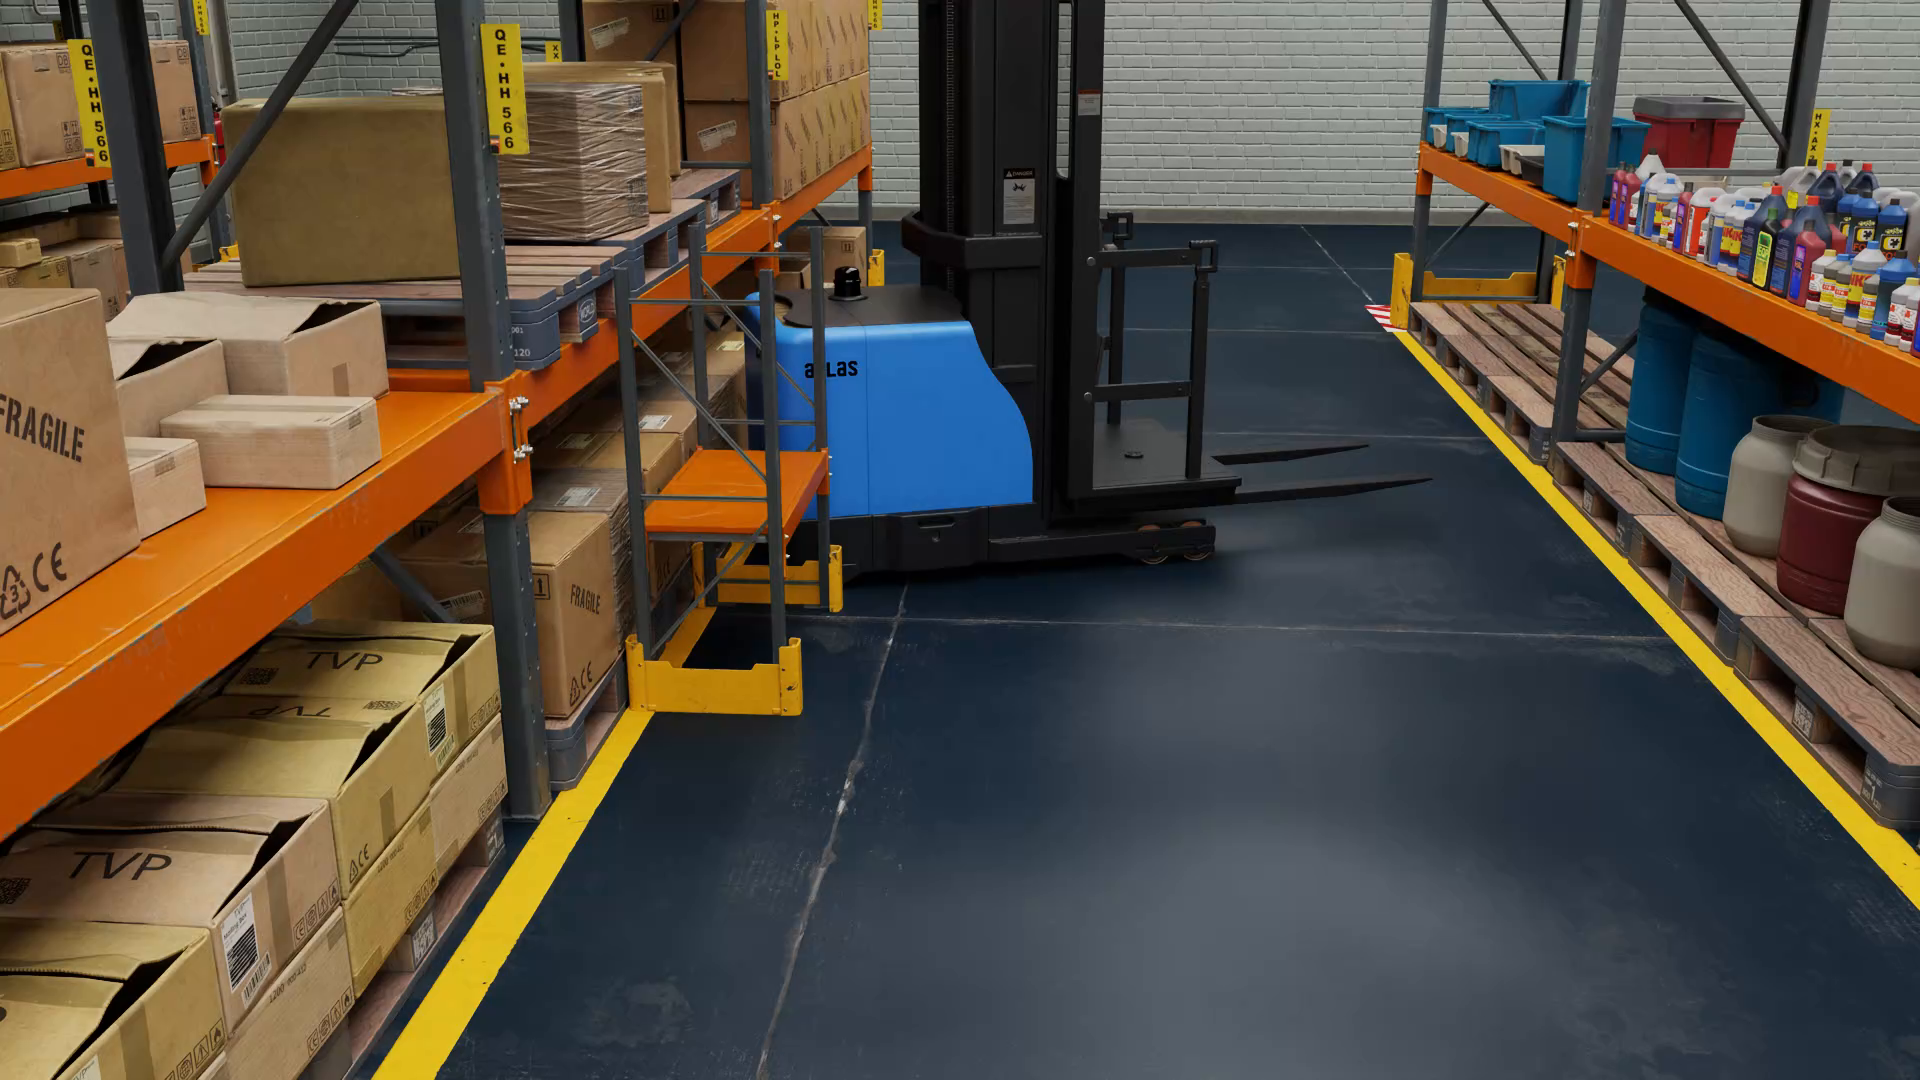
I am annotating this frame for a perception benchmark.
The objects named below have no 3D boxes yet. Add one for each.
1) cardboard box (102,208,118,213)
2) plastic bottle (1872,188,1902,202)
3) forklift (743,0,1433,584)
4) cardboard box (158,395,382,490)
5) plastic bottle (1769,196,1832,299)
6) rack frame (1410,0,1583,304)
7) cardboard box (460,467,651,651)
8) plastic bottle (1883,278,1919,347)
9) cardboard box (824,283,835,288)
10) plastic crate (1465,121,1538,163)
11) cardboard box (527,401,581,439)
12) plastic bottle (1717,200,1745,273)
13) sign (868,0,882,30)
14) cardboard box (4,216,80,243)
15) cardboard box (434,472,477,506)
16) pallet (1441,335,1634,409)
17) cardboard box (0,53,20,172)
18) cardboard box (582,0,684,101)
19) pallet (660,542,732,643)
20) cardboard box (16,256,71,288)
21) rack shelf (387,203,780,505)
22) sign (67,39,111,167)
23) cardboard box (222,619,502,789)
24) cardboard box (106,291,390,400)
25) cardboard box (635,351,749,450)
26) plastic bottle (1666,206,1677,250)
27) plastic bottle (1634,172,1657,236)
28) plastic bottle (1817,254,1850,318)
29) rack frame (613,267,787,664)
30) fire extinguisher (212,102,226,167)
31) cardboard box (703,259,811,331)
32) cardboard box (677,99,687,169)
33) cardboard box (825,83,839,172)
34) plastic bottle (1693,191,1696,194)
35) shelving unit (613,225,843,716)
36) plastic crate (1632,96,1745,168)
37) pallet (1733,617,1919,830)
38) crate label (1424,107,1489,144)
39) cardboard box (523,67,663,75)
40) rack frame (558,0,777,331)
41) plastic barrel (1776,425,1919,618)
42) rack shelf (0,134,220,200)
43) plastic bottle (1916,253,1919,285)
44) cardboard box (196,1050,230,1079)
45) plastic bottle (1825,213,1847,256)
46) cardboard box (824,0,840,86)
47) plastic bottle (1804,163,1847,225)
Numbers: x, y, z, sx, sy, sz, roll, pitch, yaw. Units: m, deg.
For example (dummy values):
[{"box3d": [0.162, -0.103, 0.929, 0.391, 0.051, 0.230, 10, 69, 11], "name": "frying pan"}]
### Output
[{"box3d": [-5.874, -2.274, 11.844, 0.380, 0.149, 0.250, 1, 18, 3], "name": "cardboard box"}, {"box3d": [3.731, -1.296, 6.759, 0.152, 0.276, 0.135, 1, 18, 4], "name": "plastic bottle"}, {"box3d": [0.609, -1.443, 7.119, 3.031, 2.935, 1.130, -5, 19, -14], "name": "forklift"}, {"box3d": [-1.517, -0.219, 3.677, 0.380, 0.149, 0.250, 1, 18, 4], "name": "cardboard box"}, {"box3d": [2.950, -1.027, 5.820, 0.144, 0.351, 0.185, 1, 18, 4], "name": "plastic bottle"}, {"box3d": [3.786, -2.997, 11.751, 1.000, 3.000, 0.127, 1, 18, 4], "name": "rack frame"}, {"box3d": [-1.379, 0.057, 5.738, 0.500, 0.500, 0.500, 1, 18, 2], "name": "cardboard box"}, {"box3d": [2.866, -0.690, 5.031, 0.097, 0.201, 0.097, 0, 18, 0], "name": "plastic bottle"}, {"box3d": [-1.046, -1.542, 11.021, 0.500, 0.250, 0.500, 1, 18, 4], "name": "cardboard box"}, {"box3d": [3.345, -2.467, 10.308, 0.416, 0.233, 0.300, 1, 18, 4], "name": "plastic crate"}, {"box3d": [-1.826, -0.264, 6.721, 0.500, 0.500, 0.500, 1, 18, 2], "name": "cardboard box"}, {"box3d": [2.967, -1.163, 6.361, 0.097, 0.271, 0.097, 0, 18, 0], "name": "plastic bottle"}, {"box3d": [-0.603, -3.790, 11.806, 0.100, 0.325, 0.005, 1, 18, 4], "name": "sign"}, {"box3d": [-6.291, -2.126, 11.393, 0.380, 0.149, 0.250, 1, 18, 4], "name": "cardboard box"}, {"box3d": [-1.896, -0.315, 5.669, 0.500, 0.250, 0.500, 2, 18, 6], "name": "cardboard box"}, {"box3d": [3.598, -1.038, 10.253, 1.003, 0.211, 1.213, 1, 18, 4], "name": "pallet"}, {"box3d": [-6.270, -2.513, 9.792, 0.980, 0.700, 0.700, 1, 18, 3], "name": "cardboard box"}, {"box3d": [-1.663, -2.551, 8.626, 0.500, 0.500, 0.500, 1, 18, 4], "name": "cardboard box"}, {"box3d": [-1.547, 0.093, 6.802, 1.003, 0.211, 1.213, 1, 18, 4], "name": "pallet"}, {"box3d": [-6.149, -1.532, 10.622, 0.700, 0.500, 0.500, 2, 18, 5], "name": "cardboard box"}, {"box3d": [-1.585, -0.903, 6.517, 1.077, 0.370, 4.000, 1, 18, 4], "name": "rack shelf"}, {"box3d": [-2.270, -1.145, 4.369, 0.100, 0.325, 0.005, 1, 18, 4], "name": "sign"}, {"box3d": [-1.520, 0.385, 4.271, 0.500, 0.311, 0.500, 2, 18, 5], "name": "cardboard box"}, {"box3d": [-1.798, -0.469, 4.181, 0.500, 0.311, 0.500, 2, 18, 7], "name": "cardboard box"}, {"box3d": [-1.235, -0.574, 7.666, 0.500, 0.500, 0.500, 1, 18, 4], "name": "cardboard box"}, {"box3d": [3.010, -1.315, 6.938, 0.097, 0.201, 0.097, 0, 18, 0], "name": "plastic bottle"}, {"box3d": [3.040, -1.481, 7.332, 0.097, 0.271, 0.097, 0, 18, 0], "name": "plastic bottle"}, {"box3d": [2.900, -0.841, 5.492, 0.097, 0.201, 0.097, 0, 18, 0], "name": "plastic bottle"}, {"box3d": [-0.831, -0.132, 5.417, 0.500, 1.500, 0.032, 1, 18, 4], "name": "rack frame"}, {"box3d": [-5.625, -3.040, 12.607, 0.296, 0.674, 0.183, 1, 18, 4], "name": "fire extinguisher"}, {"box3d": [-1.312, -1.472, 10.402, 0.797, 0.503, 0.637, 1, 18, 4], "name": "cardboard box"}, {"box3d": [-1.662, -2.074, 8.776, 0.500, 0.500, 0.500, 2, 18, 5], "name": "cardboard box"}, {"box3d": [-1.027, -2.538, 10.191, 0.500, 0.500, 0.500, 1, 18, 3], "name": "cardboard box"}, {"box3d": [3.185, -1.414, 7.240, 0.097, 0.201, 0.097, 0, 18, 0], "name": "plastic bottle"}, {"box3d": [-0.795, -0.293, 5.907, 0.587, 1.500, 1.083, 1, 18, 4], "name": "shelving unit"}, {"box3d": [3.813, -2.085, 8.769, 0.402, 0.464, 0.583, 1, 18, 4], "name": "plastic crate"}, {"box3d": [3.227, 0.567, 5.352, 1.003, 0.211, 1.213, 1, 18, 4], "name": "pallet"}, {"box3d": [3.440, -2.876, 11.556, 0.416, 0.233, 0.303, 1, 18, 4], "name": "crate label"}, {"box3d": [-1.685, -1.756, 7.130, 0.700, 0.500, 0.500, 4, 19, 13], "name": "cardboard box"}, {"box3d": [-1.442, -1.866, 8.301, 1.000, 3.000, 0.127, 1, 18, 4], "name": "rack frame"}, {"box3d": [3.311, -0.069, 6.014, 0.600, 0.588, 0.708, 1, 18, 4], "name": "plastic barrel"}, {"box3d": [-6.239, -2.255, 10.642, 1.077, 0.370, 4.000, 1, 18, 4], "name": "rack shelf"}, {"box3d": [3.519, -1.058, 5.912, 0.144, 0.351, 0.185, 1, 18, 4], "name": "plastic bottle"}, {"box3d": [-1.629, 1.128, 2.904, 0.500, 0.250, 0.500, 2, 18, 5], "name": "cardboard box"}, {"box3d": [3.055, -1.001, 5.848, 0.061, 0.283, 0.133, 1, 18, 4], "name": "plastic bottle"}, {"box3d": [-1.017, -3.009, 10.023, 0.500, 0.500, 0.500, 2, 18, 6], "name": "cardboard box"}, {"box3d": [3.602, -1.384, 6.908, 0.144, 0.351, 0.185, 1, 18, 4], "name": "plastic bottle"}]
